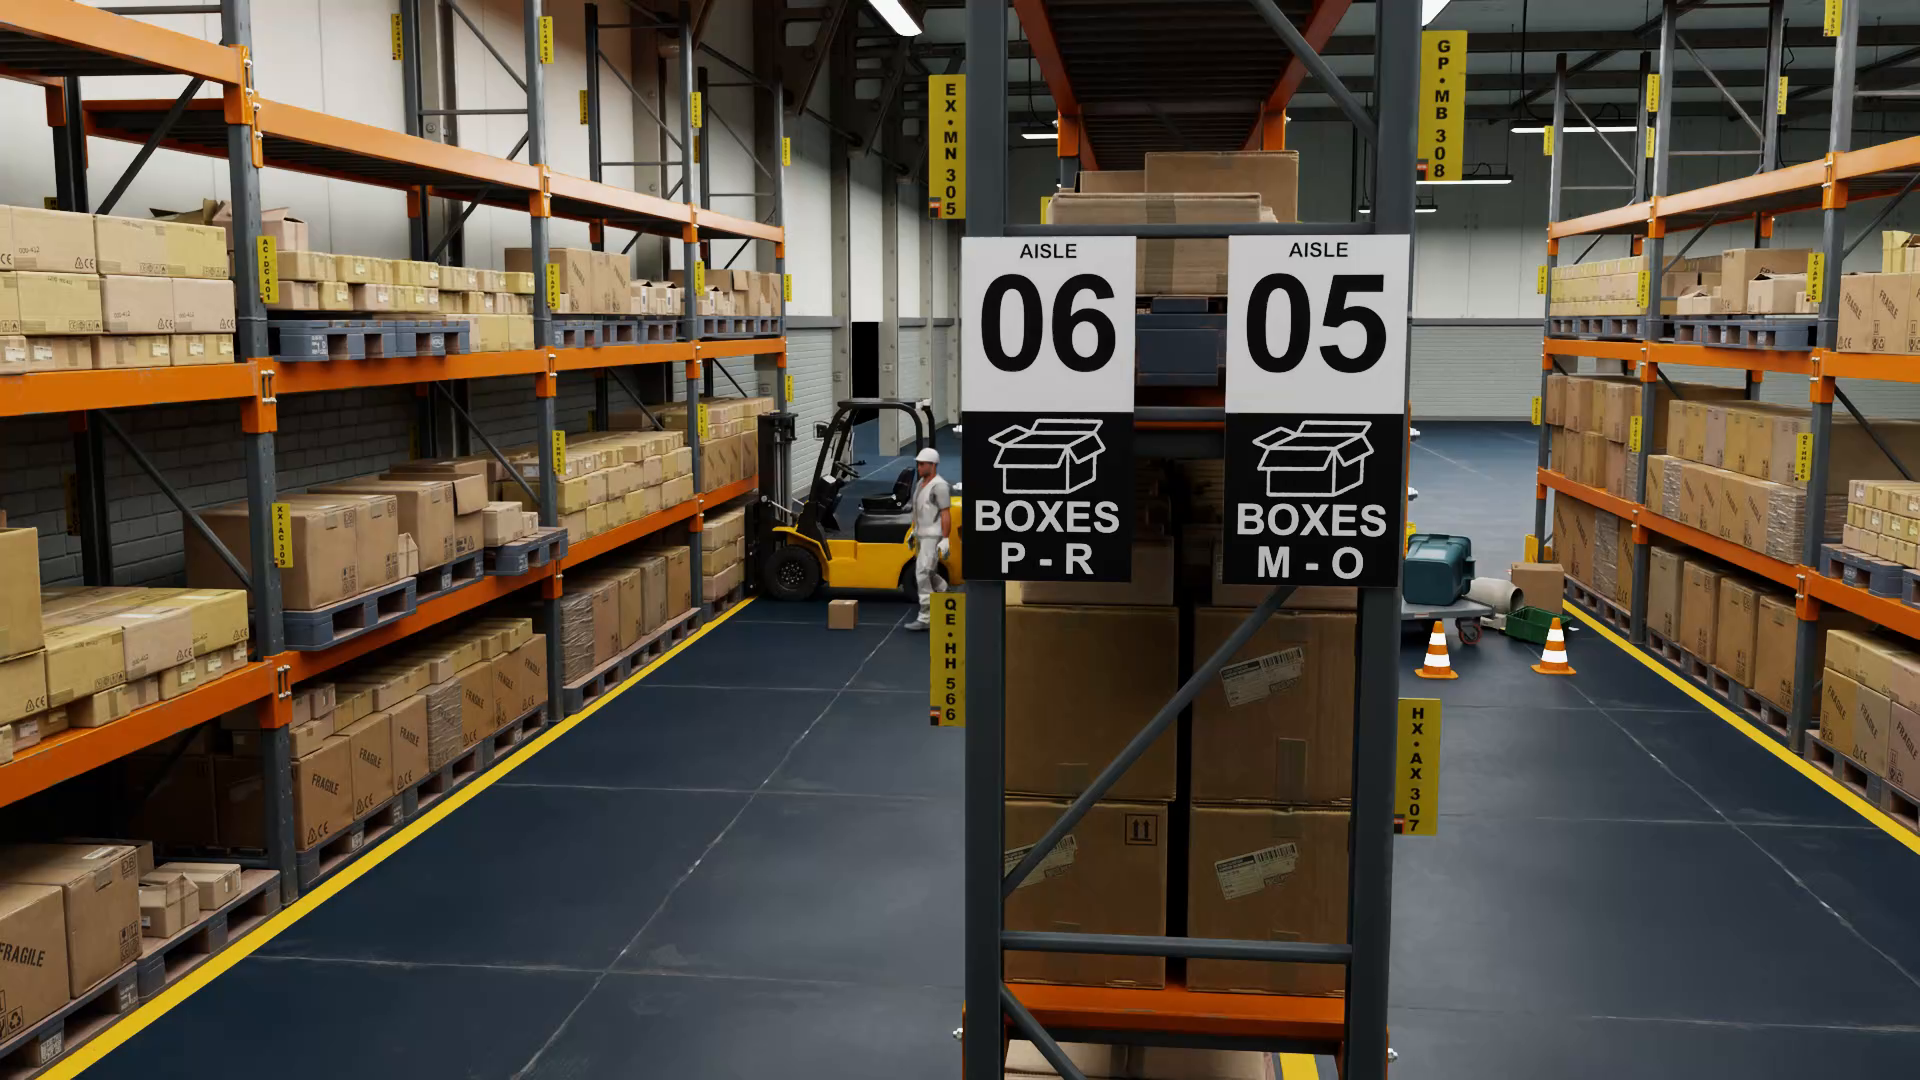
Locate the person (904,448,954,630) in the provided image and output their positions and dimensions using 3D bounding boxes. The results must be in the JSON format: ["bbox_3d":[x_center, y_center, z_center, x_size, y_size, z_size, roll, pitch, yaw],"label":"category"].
[{"bbox_3d":[-0.282,-0.028,16.434,0.784,1.769,0.666,-4,8,-26],"label":"person"}]
